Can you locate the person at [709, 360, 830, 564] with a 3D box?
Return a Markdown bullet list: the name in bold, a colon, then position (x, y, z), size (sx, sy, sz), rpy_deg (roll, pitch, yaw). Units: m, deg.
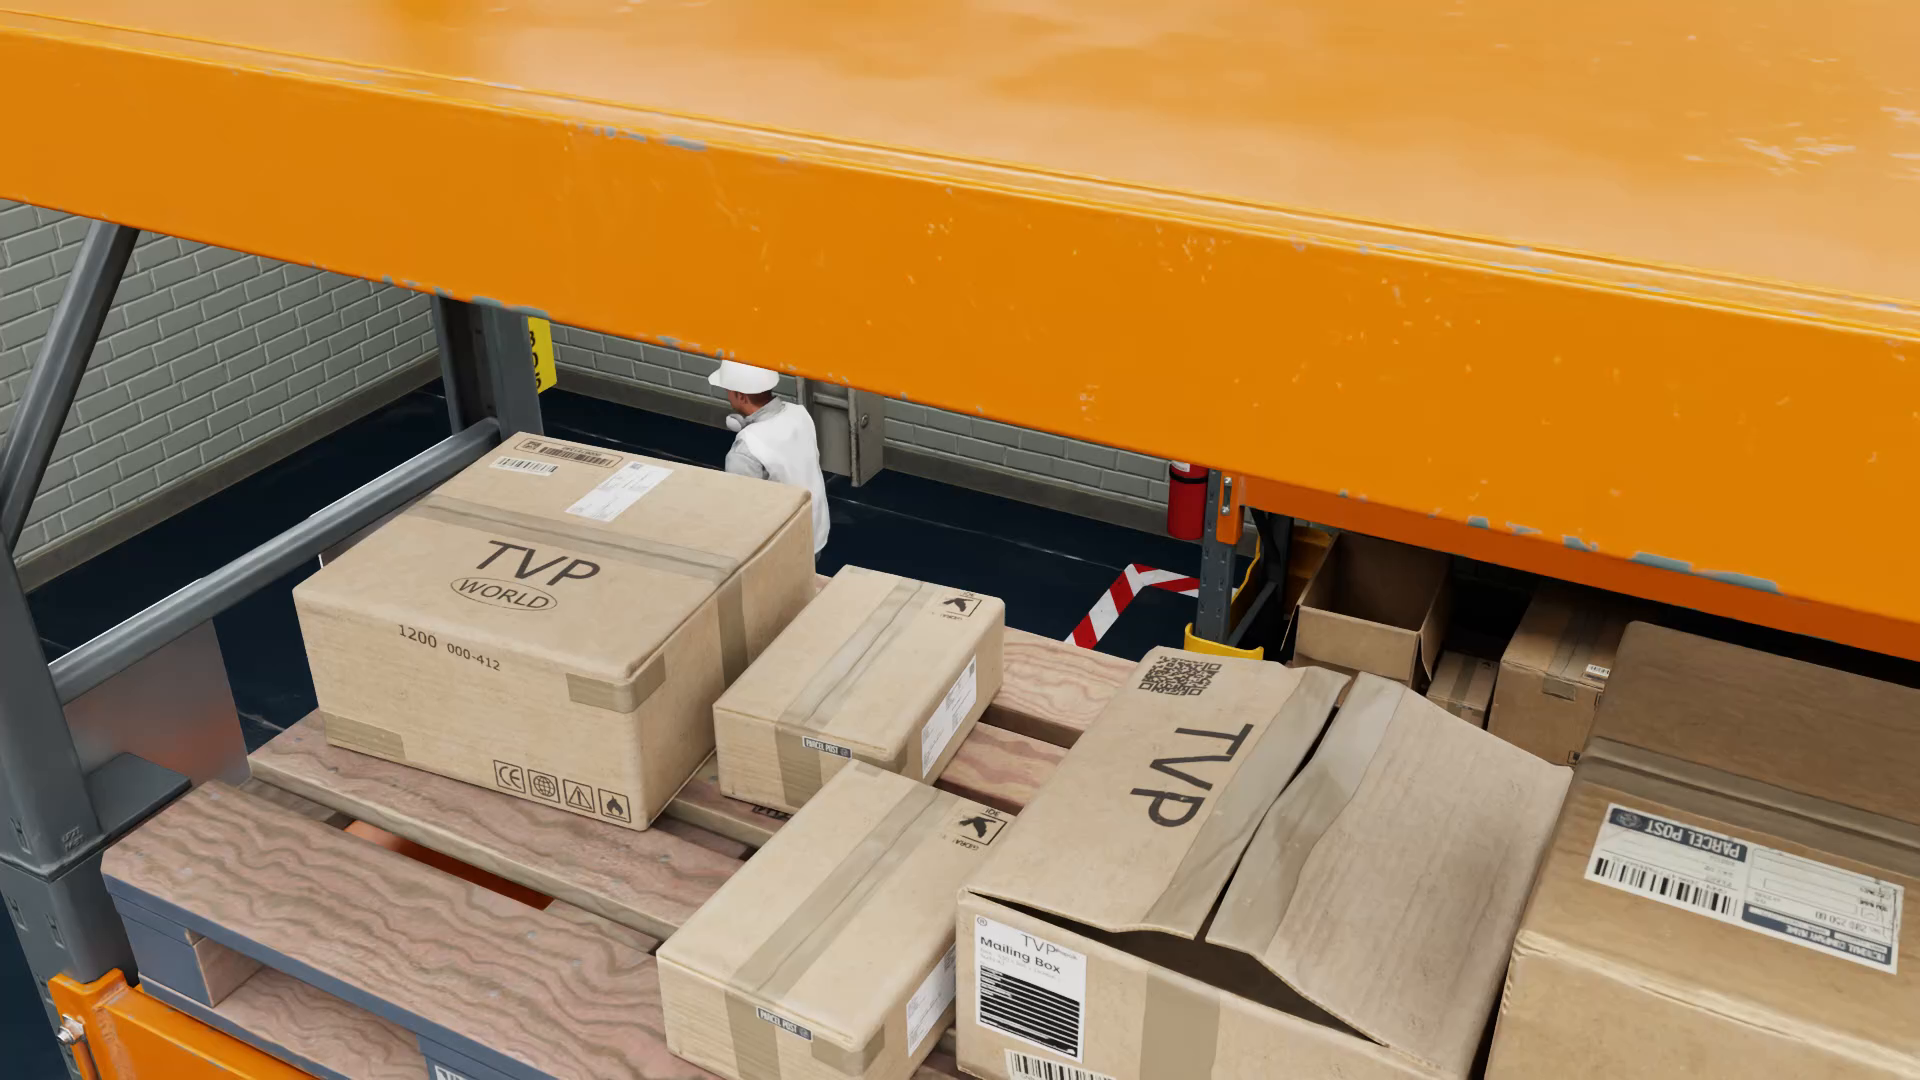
- **person**: position (-0.796, 0.001, 7.101), size (0.460, 1.772, 0.581), rpy_deg (15, 33, 24)
